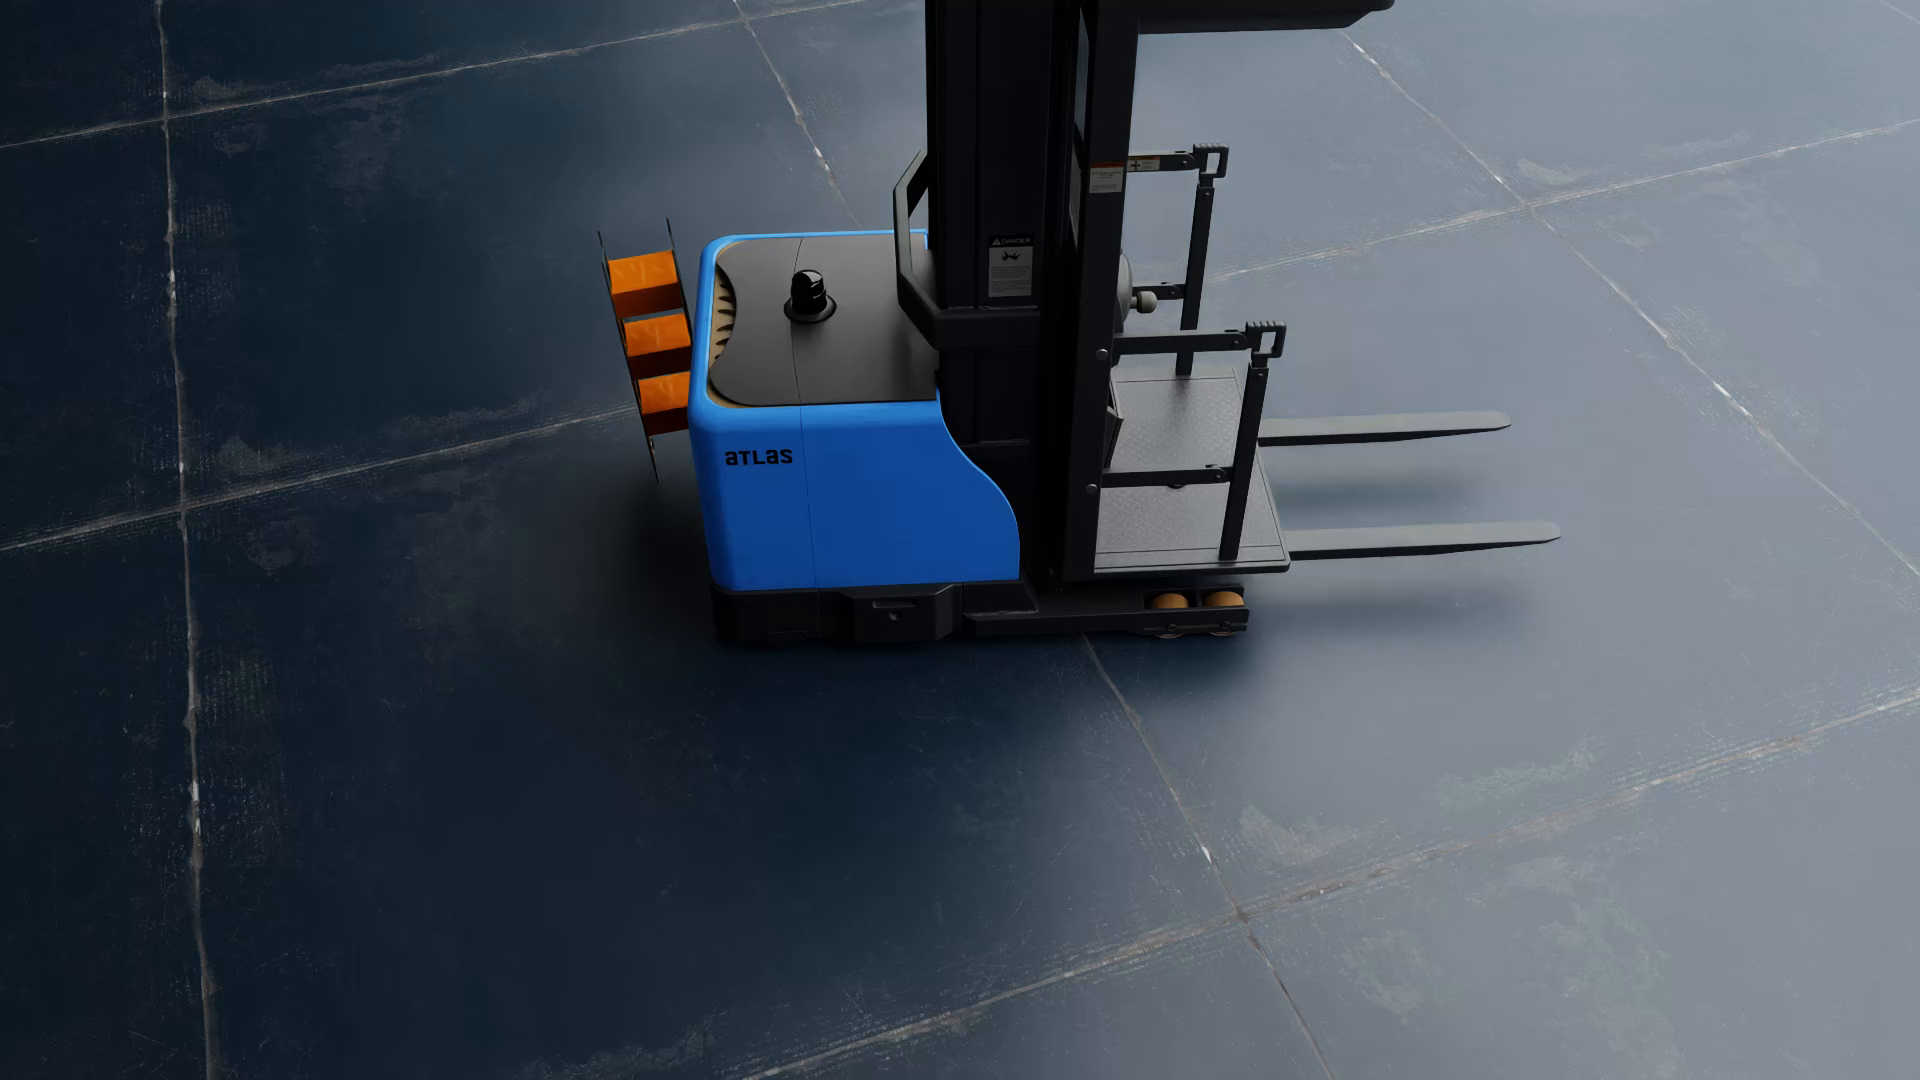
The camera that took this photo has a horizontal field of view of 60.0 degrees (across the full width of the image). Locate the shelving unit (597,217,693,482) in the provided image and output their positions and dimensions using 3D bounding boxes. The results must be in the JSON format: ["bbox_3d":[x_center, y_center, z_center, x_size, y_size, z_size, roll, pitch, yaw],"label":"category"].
[{"bbox_3d":[-1.107,-0.685,6.183,0.252,1.050,0.215,-11,46,-6],"label":"shelving unit"}]

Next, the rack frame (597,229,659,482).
[{"bbox_3d":[-1.226,-0.662,6.169,0.008,1.050,0.200,-11,46,-6],"label":"rack frame"}]

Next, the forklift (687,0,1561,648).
[{"bbox_3d":[0.622,-1.061,5.238,3.031,2.935,1.130,-2,45,-2],"label":"forklift"}]

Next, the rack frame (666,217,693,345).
[{"bbox_3d":[-0.988,-0.708,6.196,0.008,1.050,0.200,-11,46,-6],"label":"rack frame"}]

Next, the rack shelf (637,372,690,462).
[{"bbox_3d":[-1.091,-0.484,6.389,0.240,0.259,0.215,-11,46,-6],"label":"rack shelf"}]

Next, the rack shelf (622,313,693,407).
[{"bbox_3d":[-1.106,-0.678,6.190,0.240,0.259,0.215,-11,46,-6],"label":"rack shelf"}]

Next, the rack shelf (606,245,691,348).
[{"bbox_3d":[-1.121,-0.875,5.987,0.240,0.259,0.215,-11,46,-6],"label":"rack shelf"}]
